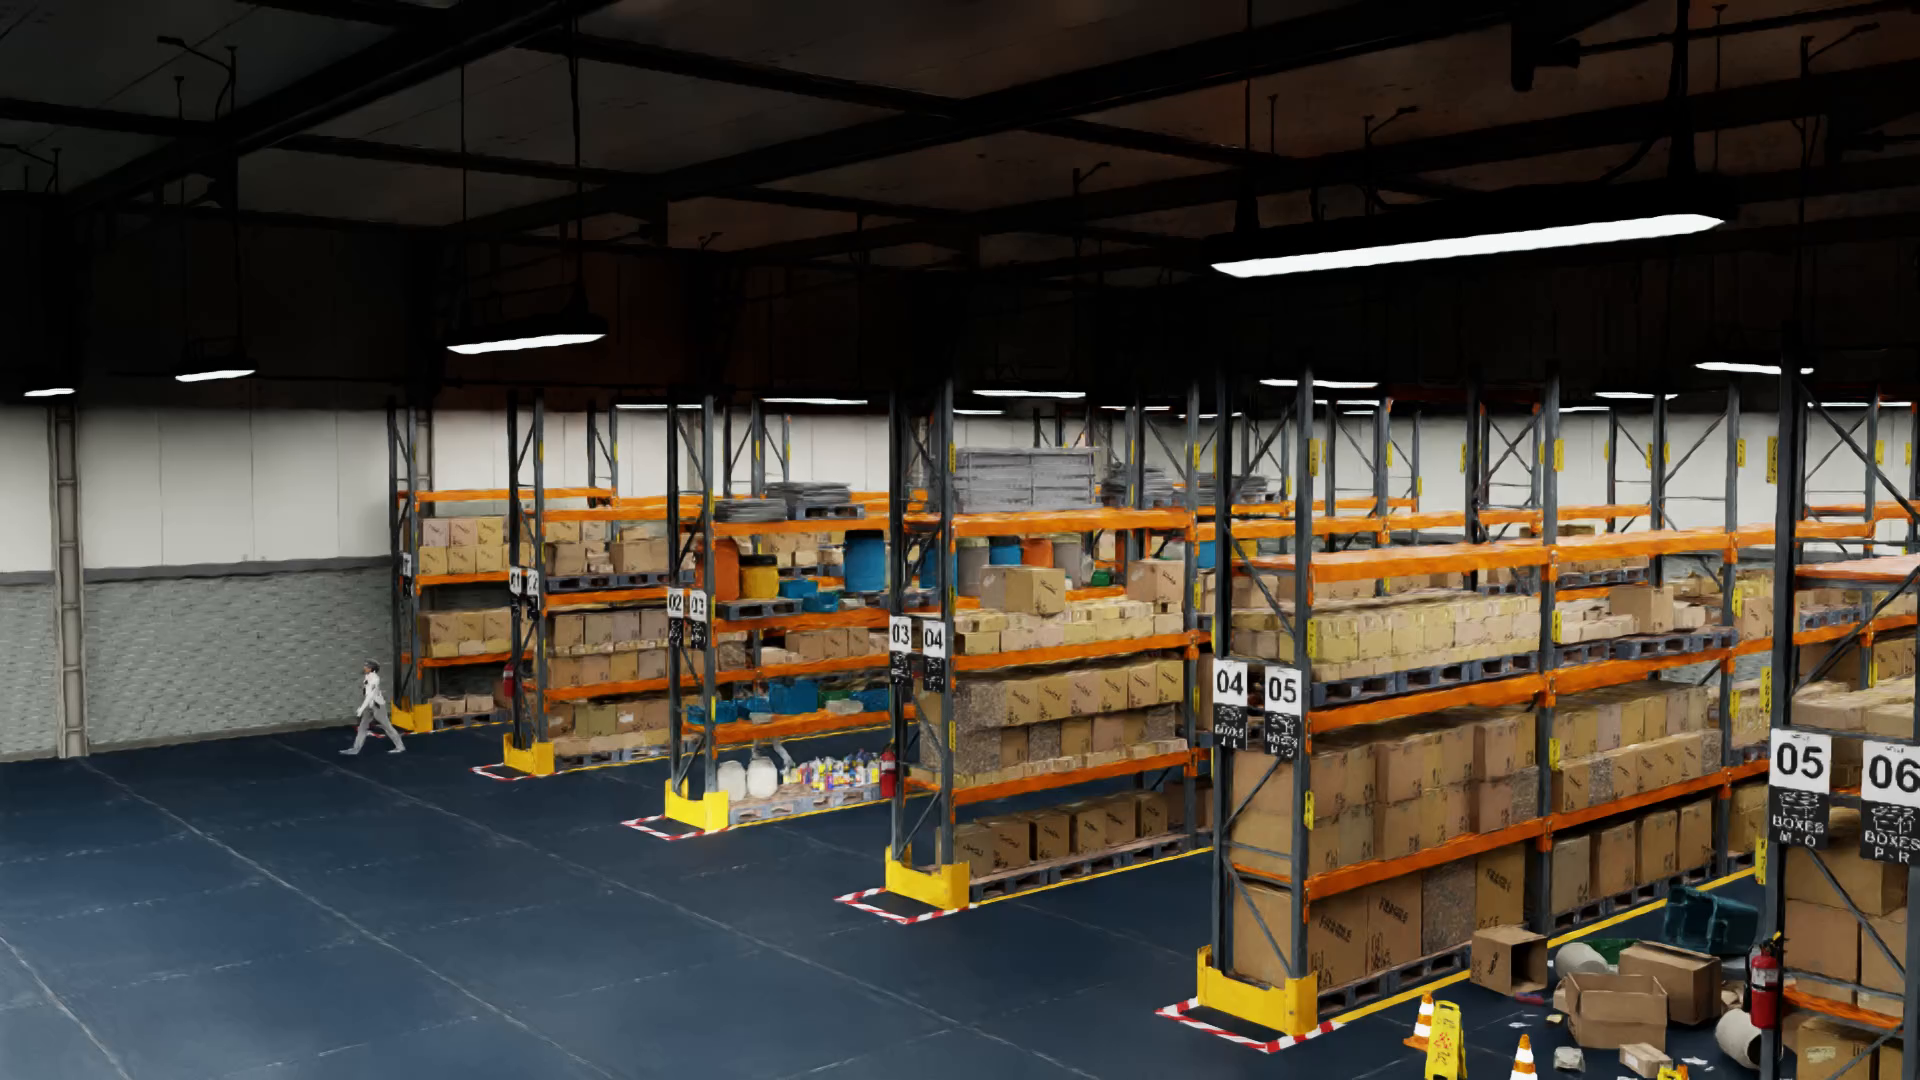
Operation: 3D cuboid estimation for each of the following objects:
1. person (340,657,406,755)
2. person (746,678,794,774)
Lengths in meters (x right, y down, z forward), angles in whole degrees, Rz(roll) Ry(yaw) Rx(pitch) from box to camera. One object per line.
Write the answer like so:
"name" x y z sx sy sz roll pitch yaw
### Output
"person" -9.687 2.738 27.421 0.989 1.616 0.482 -2 4 -32
"person" -2.959 2.904 25.639 0.948 1.508 0.432 -3 4 -41
